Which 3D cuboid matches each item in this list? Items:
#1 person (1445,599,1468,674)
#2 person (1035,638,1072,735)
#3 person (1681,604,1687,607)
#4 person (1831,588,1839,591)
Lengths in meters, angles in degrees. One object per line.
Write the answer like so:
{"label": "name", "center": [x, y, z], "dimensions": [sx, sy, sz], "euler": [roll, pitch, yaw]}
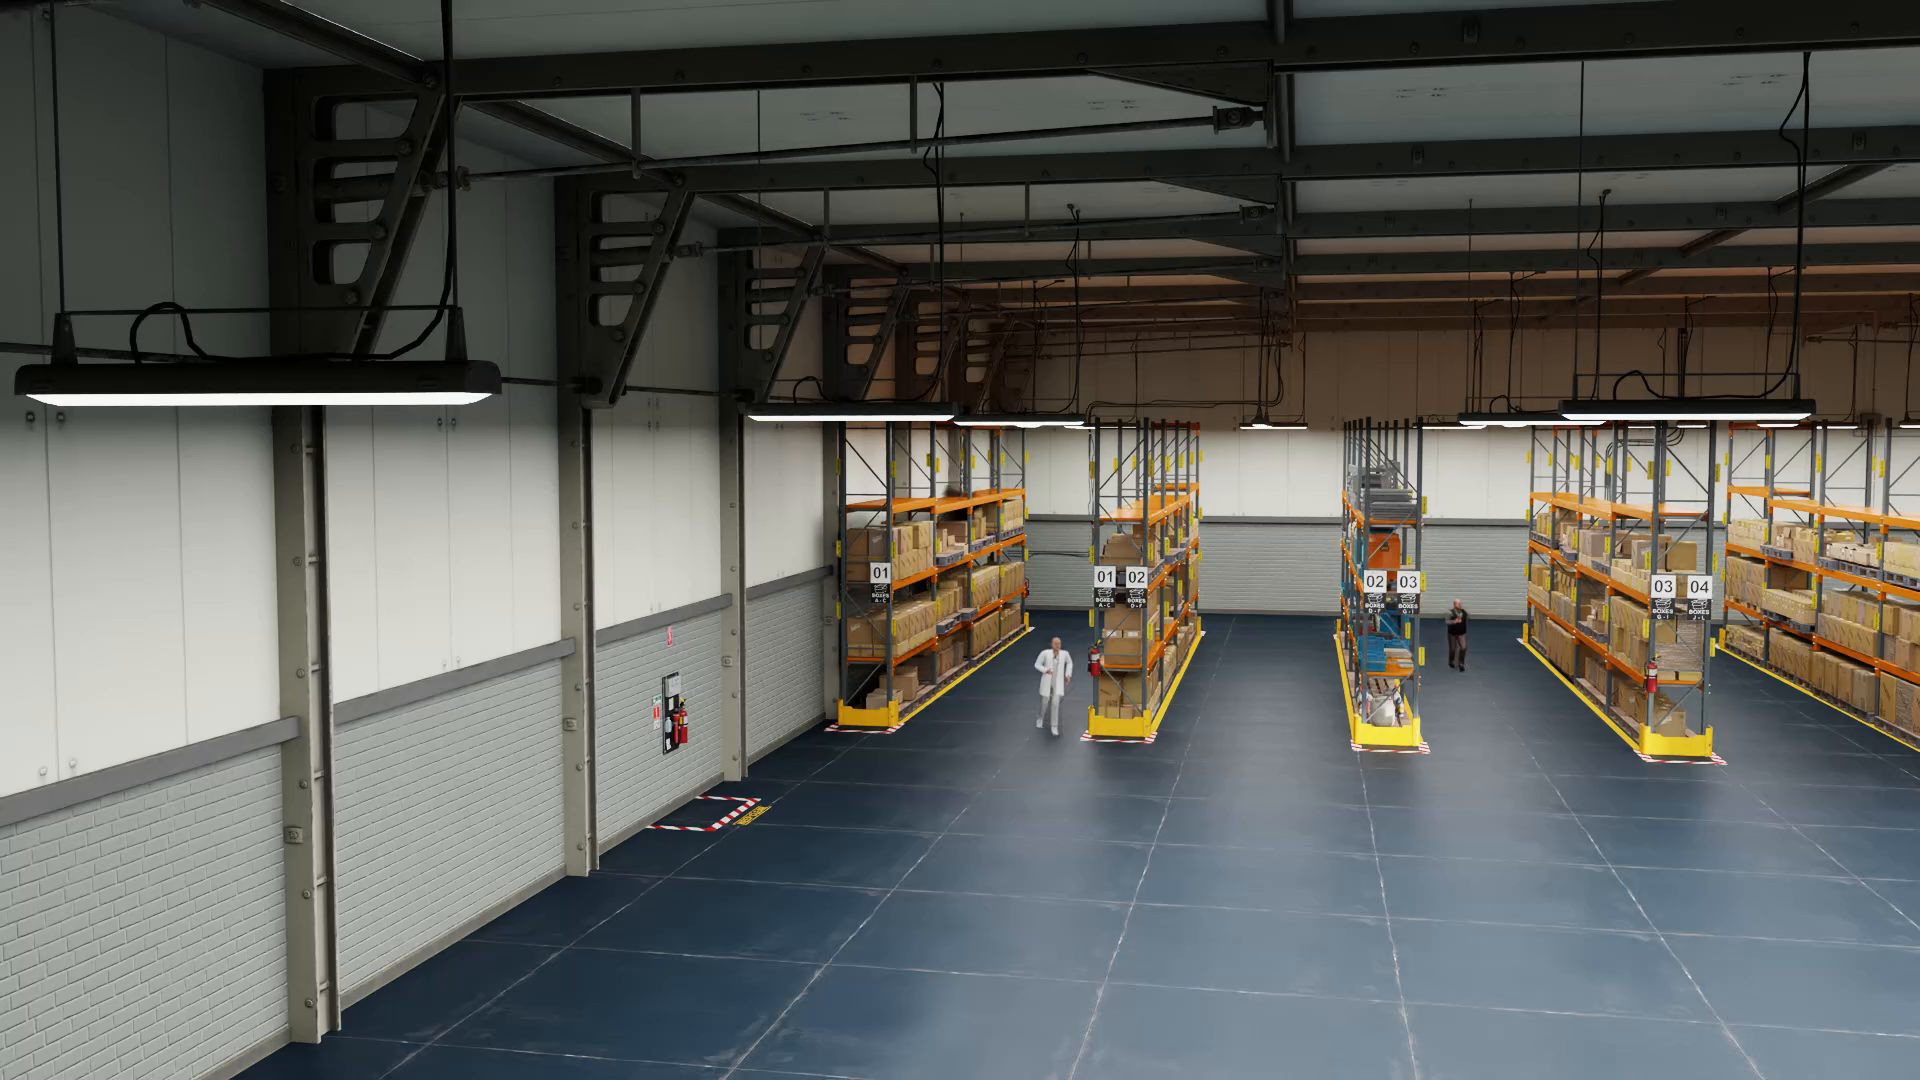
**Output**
{"label": "person", "center": [11.861, 2.299, 39.716], "dimensions": [0.624, 1.790, 0.830], "euler": [0, 4, 2]}
{"label": "person", "center": [1.796, 2.763, 31.746], "dimensions": [0.742, 1.783, 0.965], "euler": [0, 4, -4]}
{"label": "person", "center": [18.817, 2.120, 43.624], "dimensions": [0.687, 1.556, 0.507], "euler": [2, 4, 30]}
{"label": "person", "center": [22.388, 2.093, 42.626], "dimensions": [0.644, 1.727, 0.580], "euler": [0, 4, 2]}
